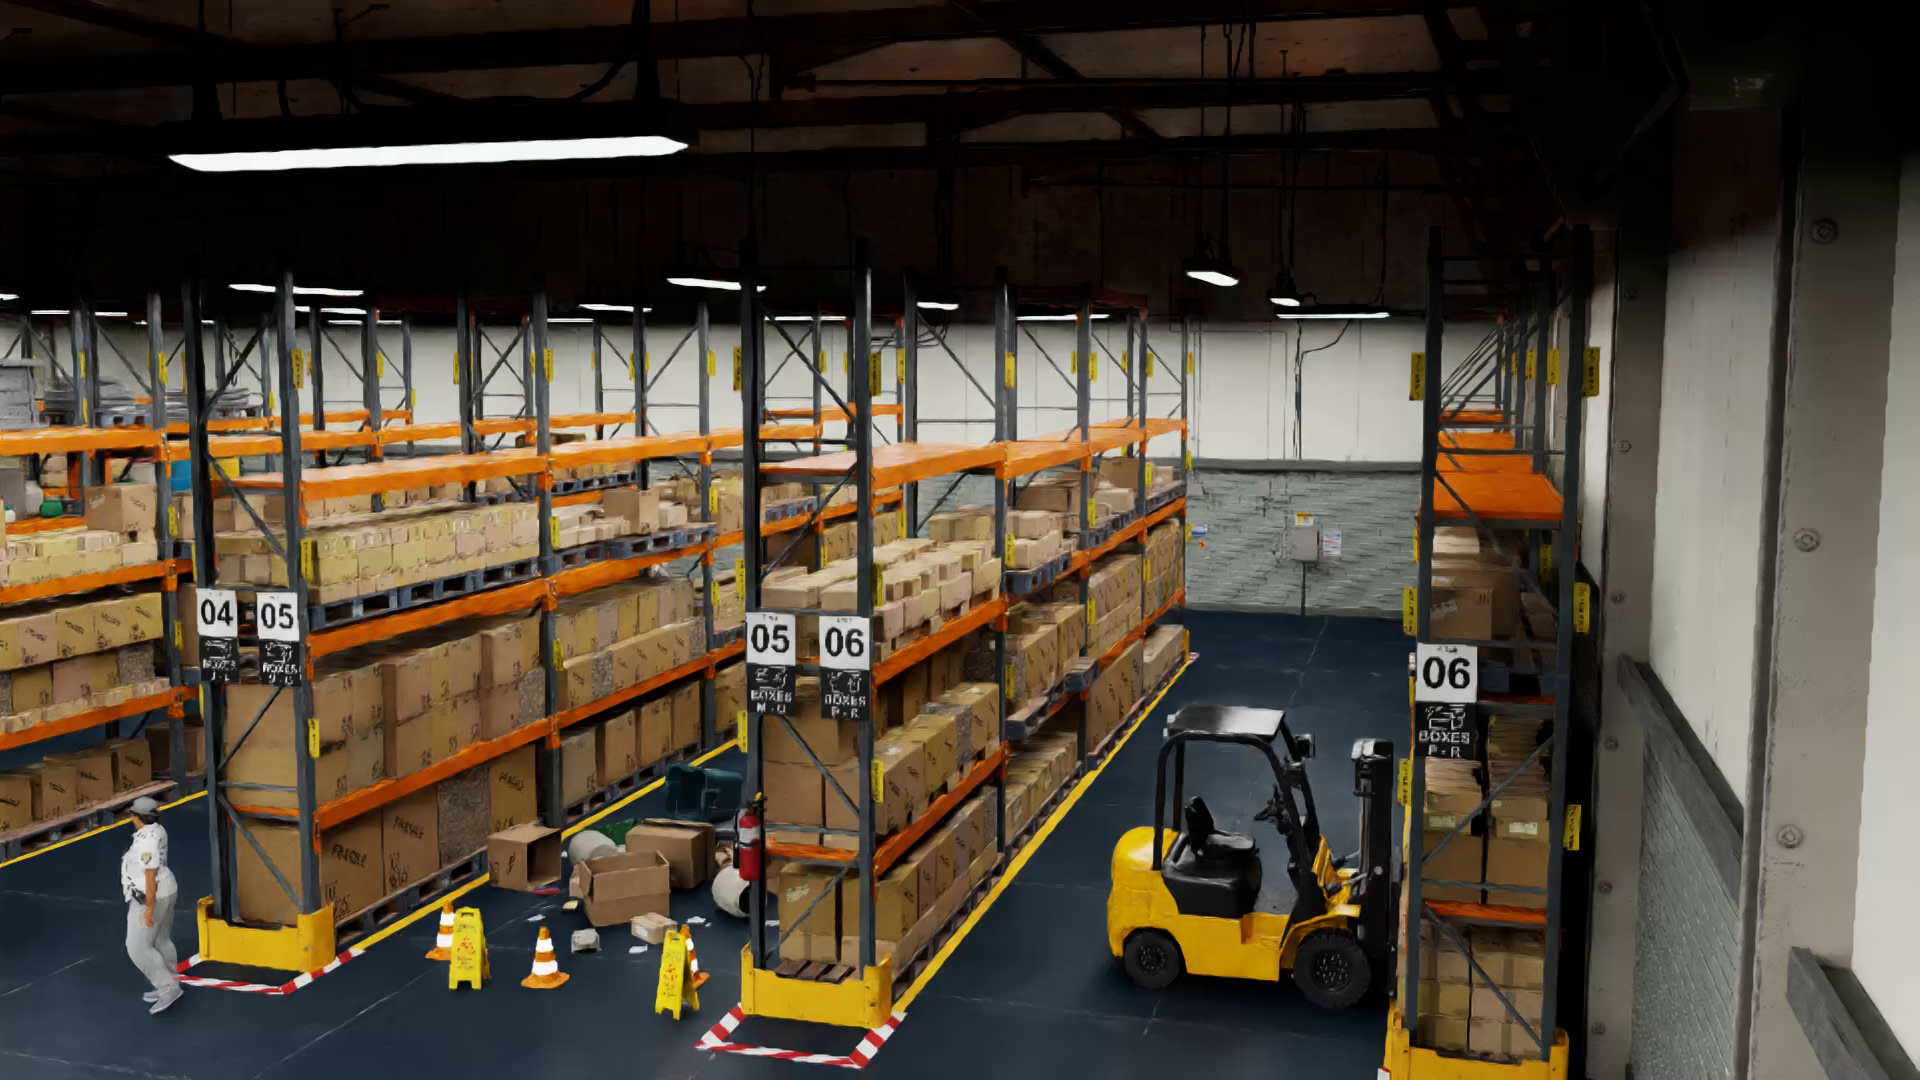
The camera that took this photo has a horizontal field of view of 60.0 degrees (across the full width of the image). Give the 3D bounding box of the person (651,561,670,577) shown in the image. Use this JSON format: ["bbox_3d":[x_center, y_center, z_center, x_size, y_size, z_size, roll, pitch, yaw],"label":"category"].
[{"bbox_3d":[-6.149,0.532,33.633,0.534,1.726,1.038,3,7,26],"label":"person"}]

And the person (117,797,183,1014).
[{"bbox_3d":[-6.407,2.866,13.178,0.426,1.658,0.602,-2,7,-14],"label":"person"}]
